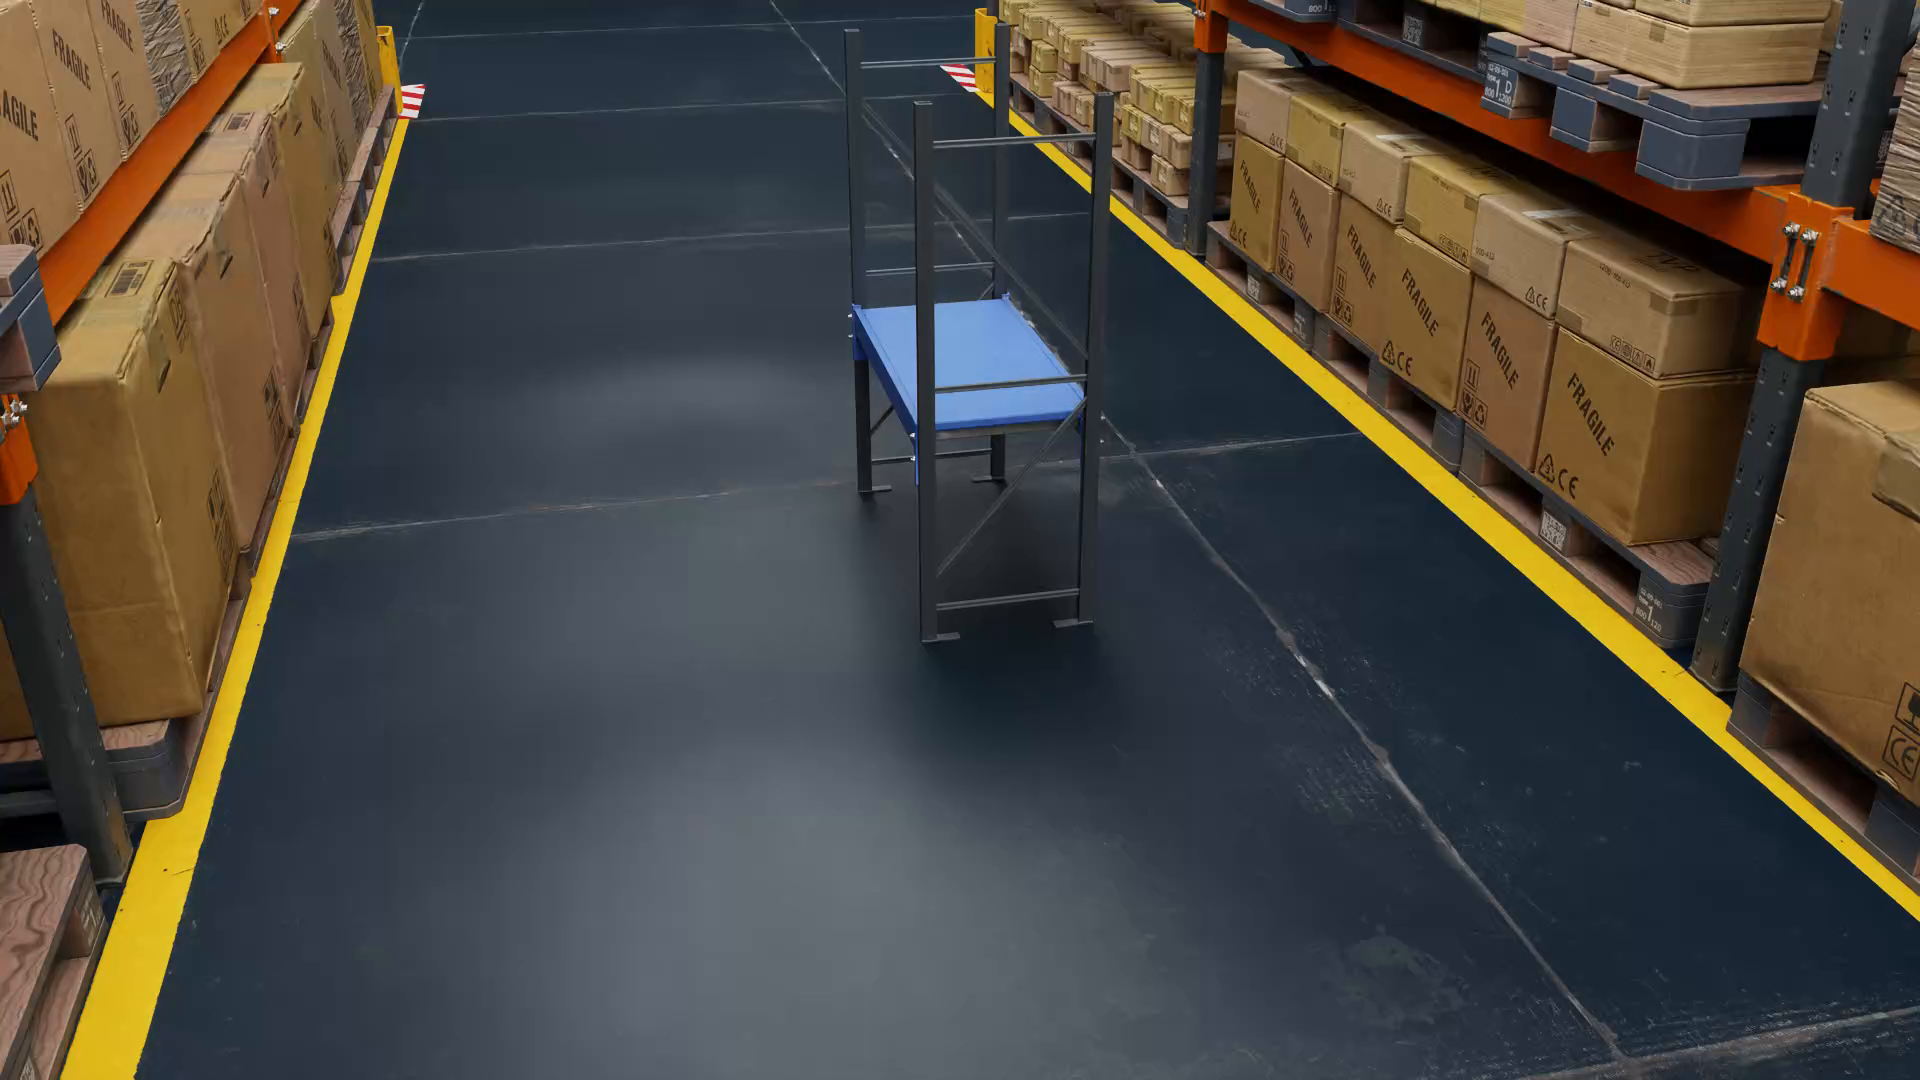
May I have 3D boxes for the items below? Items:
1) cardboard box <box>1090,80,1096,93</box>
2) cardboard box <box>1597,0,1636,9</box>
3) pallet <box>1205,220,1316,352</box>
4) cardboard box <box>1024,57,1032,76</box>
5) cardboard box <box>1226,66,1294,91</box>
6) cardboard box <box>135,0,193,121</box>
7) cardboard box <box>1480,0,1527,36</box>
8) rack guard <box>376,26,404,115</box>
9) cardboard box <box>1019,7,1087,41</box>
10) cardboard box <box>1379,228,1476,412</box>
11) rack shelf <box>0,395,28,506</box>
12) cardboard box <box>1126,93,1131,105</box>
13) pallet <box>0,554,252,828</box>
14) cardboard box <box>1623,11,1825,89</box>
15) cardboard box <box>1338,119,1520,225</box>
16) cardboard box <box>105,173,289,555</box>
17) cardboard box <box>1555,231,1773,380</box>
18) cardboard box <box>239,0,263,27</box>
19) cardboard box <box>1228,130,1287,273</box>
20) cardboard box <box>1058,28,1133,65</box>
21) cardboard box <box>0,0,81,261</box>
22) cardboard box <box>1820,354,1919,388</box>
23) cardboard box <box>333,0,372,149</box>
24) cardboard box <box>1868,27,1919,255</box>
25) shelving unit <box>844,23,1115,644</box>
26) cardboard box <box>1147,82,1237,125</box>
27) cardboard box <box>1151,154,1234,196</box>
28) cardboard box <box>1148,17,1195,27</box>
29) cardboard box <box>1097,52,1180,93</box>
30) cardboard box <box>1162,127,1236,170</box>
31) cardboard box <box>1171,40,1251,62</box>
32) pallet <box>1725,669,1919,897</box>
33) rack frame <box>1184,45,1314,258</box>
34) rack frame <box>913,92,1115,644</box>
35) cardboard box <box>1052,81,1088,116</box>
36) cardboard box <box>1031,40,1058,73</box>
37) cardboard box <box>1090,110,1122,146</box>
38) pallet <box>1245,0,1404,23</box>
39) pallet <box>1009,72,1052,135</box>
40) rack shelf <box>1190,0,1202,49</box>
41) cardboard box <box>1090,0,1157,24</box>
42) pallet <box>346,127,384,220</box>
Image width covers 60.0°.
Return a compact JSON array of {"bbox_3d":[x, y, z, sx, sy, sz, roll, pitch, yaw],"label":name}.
[{"bbox_3d":[0.954,-2.615,9.470,0.380,0.149,0.250,-5,27,-9],"label":"cardboard box"},{"bbox_3d":[1.867,-1.497,4.369,0.380,0.149,0.250,-5,27,-10],"label":"cardboard box"},{"bbox_3d":[1.760,-1.171,7.335,1.003,0.211,1.213,-6,27,-12],"label":"pallet"},{"bbox_3d":[0.626,-3.059,10.679,0.380,0.149,0.250,-6,27,-12],"label":"cardboard box"},{"bbox_3d":[1.598,-2.343,8.600,0.380,0.149,0.250,-6,27,-12],"label":"cardboard box"},{"bbox_3d":[-2.563,-1.498,4.778,0.500,0.500,0.500,-6,27,-11],"label":"cardboard box"},{"bbox_3d":[1.760,-1.578,4.860,0.380,0.149,0.250,-6,27,-12],"label":"cardboard box"},{"bbox_3d":[-4.179,-2.948,10.537,1.175,0.500,0.348,-6,27,-12],"label":"rack guard"},{"bbox_3d":[0.580,-3.196,10.292,0.380,0.149,0.250,-6,27,-12],"label":"cardboard box"},{"bbox_3d":[1.833,-0.794,5.802,0.500,0.500,0.500,-7,28,-14],"label":"cardboard box"},{"bbox_3d":[-1.920,0.657,1.417,1.077,0.370,4.000,-6,27,-12],"label":"rack shelf"},{"bbox_3d":[1.090,-2.264,8.774,0.380,0.149,0.250,-6,27,-11],"label":"cardboard box"},{"bbox_3d":[-2.475,0.349,4.324,1.003,0.211,1.213,-6,27,-12],"label":"pallet"},{"bbox_3d":[1.925,-1.246,4.203,0.380,0.149,0.250,-5,27,-11],"label":"cardboard box"},{"bbox_3d":[1.725,-1.354,6.080,0.500,0.250,0.500,-5,27,-10],"label":"cardboard box"},{"bbox_3d":[-2.700,-0.478,4.760,1.225,0.875,0.875,-6,27,-11],"label":"cardboard box"},{"bbox_3d":[2.075,-0.681,4.746,0.500,0.250,0.500,-7,28,-13],"label":"cardboard box"},{"bbox_3d":[-2.901,-2.165,6.099,0.500,0.500,0.500,-6,27,-11],"label":"cardboard box"},{"bbox_3d":[1.491,-1.477,7.156,0.500,0.500,0.500,-5,27,-10],"label":"cardboard box"},{"bbox_3d":[0.784,-2.853,9.611,0.380,0.149,0.250,-6,27,-11],"label":"cardboard box"},{"bbox_3d":[-2.215,-0.827,3.449,0.500,0.500,0.500,-5,27,-10],"label":"cardboard box"},{"bbox_3d":[2.573,-0.409,5.040,0.500,0.500,0.500,-7,28,-14],"label":"cardboard box"},{"bbox_3d":[-3.747,-2.620,9.005,0.875,0.875,0.875,-6,27,-12],"label":"cardboard box"},{"bbox_3d":[2.322,-0.821,3.437,0.500,0.500,0.500,-6,27,-11],"label":"cardboard box"},{"bbox_3d":[0.019,-0.632,4.838,0.538,1.500,1.048,-6,27,-12],"label":"shelving unit"},{"bbox_3d":[1.153,-2.175,8.268,0.380,0.149,0.250,-6,27,-11],"label":"cardboard box"},{"bbox_3d":[1.162,-1.809,8.204,0.380,0.149,0.250,-6,27,-11],"label":"cardboard box"},{"bbox_3d":[1.342,-3.037,9.976,0.380,0.149,0.250,-5,27,-10],"label":"cardboard box"},{"bbox_3d":[0.956,-2.515,8.942,0.380,0.149,0.250,-7,28,-14],"label":"cardboard box"},{"bbox_3d":[1.202,-1.911,8.074,0.380,0.149,0.250,-5,27,-11],"label":"cardboard box"},{"bbox_3d":[1.397,-2.686,9.280,0.380,0.149,0.250,-7,28,-14],"label":"cardboard box"},{"bbox_3d":[2.588,0.598,3.832,1.003,0.211,1.213,-6,27,-12],"label":"pallet"},{"bbox_3d":[1.583,-2.757,7.383,1.000,3.000,0.127,-6,27,-12],"label":"rack frame"},{"bbox_3d":[0.134,-0.409,4.396,0.500,1.500,0.032,-6,27,-12],"label":"rack frame"},{"bbox_3d":[0.761,-2.607,9.783,0.380,0.149,0.250,-7,28,-14],"label":"cardboard box"},{"bbox_3d":[0.649,-2.956,10.146,0.380,0.149,0.250,-5,27,-10],"label":"cardboard box"},{"bbox_3d":[0.929,-2.264,9.104,0.380,0.149,0.250,-6,27,-12],"label":"cardboard box"},{"bbox_3d":[1.613,-2.321,6.733,1.003,0.211,1.213,-6,27,-12],"label":"pallet"},{"bbox_3d":[0.847,-2.875,10.711,1.003,0.211,1.213,-6,27,-12],"label":"pallet"},{"bbox_3d":[1.132,-3.314,9.285,1.077,0.370,4.000,-6,27,-12],"label":"rack shelf"},{"bbox_3d":[1.048,-3.371,10.637,0.380,0.149,0.250,-5,27,-11],"label":"cardboard box"},{"bbox_3d":[-3.646,-1.931,8.842,1.003,0.211,1.213,-6,27,-12],"label":"pallet"}]
